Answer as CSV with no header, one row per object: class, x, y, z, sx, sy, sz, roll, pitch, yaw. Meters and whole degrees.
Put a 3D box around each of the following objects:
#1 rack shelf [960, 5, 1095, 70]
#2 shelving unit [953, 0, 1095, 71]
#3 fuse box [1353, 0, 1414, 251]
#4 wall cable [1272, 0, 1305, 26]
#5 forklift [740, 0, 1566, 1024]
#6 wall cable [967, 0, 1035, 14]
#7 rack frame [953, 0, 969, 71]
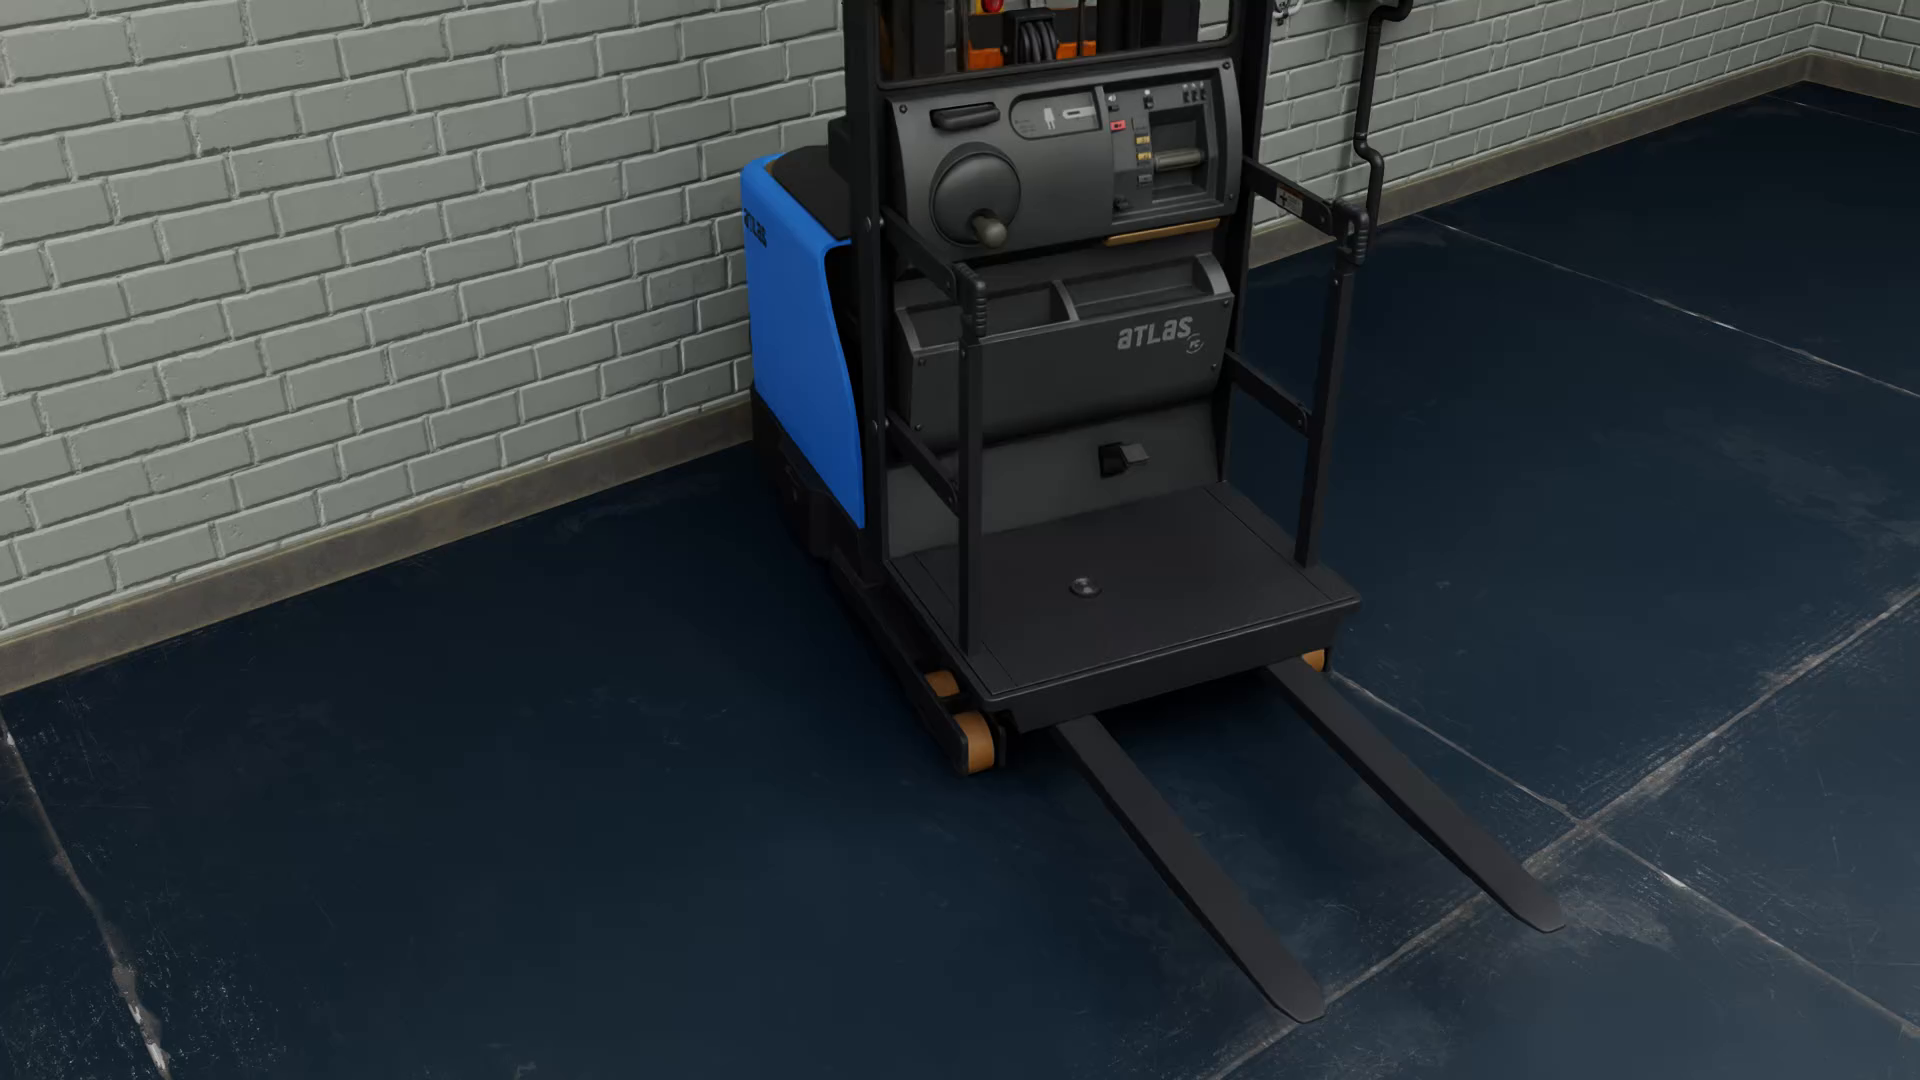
rack shelf,0.257,-1.491,5.561,0.480,0.518,0.431,-5,34,-2
shelving unit,0.257,-1.502,5.553,0.503,2.100,0.431,-5,34,-2
fuse box,1.826,-2.004,6.856,0.539,1.711,0.414,-22,38,-31
wall cable,1.191,-2.828,5.998,0.588,1.984,0.122,-22,38,-31
forklift,0.367,-0.901,3.922,1.130,2.935,3.031,-13,34,-20
wall cable,0.077,-2.378,5.243,0.585,1.953,0.123,-22,38,-31
rack frame,0.014,-1.481,5.543,0.015,2.100,0.400,-5,34,-2
